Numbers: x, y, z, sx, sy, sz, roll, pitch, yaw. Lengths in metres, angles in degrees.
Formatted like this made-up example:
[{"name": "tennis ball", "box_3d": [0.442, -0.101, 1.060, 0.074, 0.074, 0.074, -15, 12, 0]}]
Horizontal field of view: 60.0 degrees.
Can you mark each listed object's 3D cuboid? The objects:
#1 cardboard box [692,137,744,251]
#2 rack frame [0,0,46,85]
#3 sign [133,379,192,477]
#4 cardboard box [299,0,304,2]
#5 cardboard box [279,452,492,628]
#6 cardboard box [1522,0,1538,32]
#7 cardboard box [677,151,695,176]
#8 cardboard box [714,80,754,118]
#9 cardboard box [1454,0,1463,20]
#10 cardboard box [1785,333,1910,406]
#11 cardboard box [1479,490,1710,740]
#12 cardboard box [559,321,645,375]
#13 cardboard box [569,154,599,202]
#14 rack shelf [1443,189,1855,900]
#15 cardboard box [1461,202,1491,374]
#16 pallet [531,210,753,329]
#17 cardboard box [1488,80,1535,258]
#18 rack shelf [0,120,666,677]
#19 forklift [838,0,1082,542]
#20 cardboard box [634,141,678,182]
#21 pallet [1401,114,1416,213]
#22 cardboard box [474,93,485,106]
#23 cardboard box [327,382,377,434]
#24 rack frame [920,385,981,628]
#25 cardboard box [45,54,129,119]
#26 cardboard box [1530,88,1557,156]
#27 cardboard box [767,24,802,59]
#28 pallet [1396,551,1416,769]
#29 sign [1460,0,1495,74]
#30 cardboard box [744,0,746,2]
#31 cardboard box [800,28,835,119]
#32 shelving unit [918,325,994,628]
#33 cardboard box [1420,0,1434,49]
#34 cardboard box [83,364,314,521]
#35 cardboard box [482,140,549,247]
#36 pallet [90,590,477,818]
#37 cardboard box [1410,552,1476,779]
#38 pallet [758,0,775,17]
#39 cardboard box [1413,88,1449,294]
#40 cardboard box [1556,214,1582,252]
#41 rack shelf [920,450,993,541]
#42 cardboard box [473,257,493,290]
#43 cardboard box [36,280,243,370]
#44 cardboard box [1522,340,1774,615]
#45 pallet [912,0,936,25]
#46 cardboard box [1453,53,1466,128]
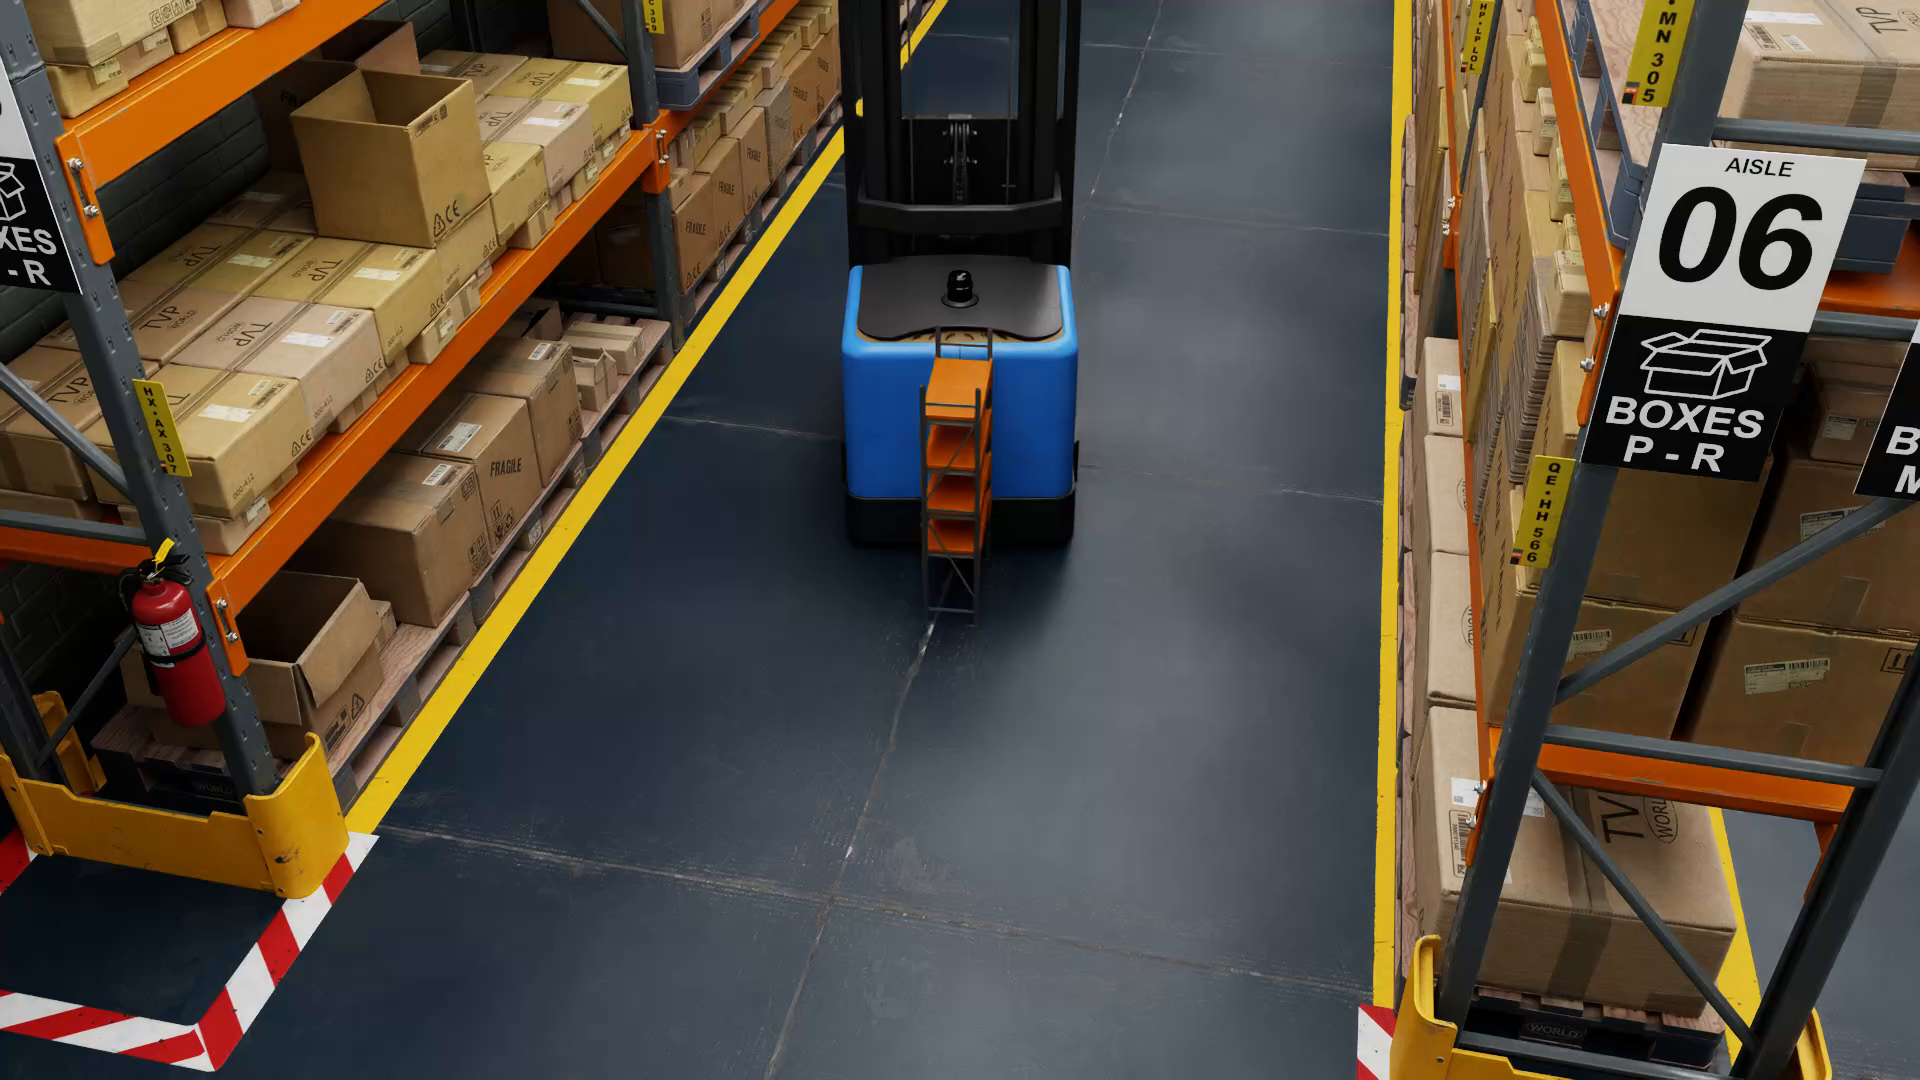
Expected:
[{"name": "cardboard box", "box_3d": [-1.605, -2.052, 9.797, 0.500, 0.500, 0.500, 7, 36, 9]}, {"name": "rack frame", "box_3d": [-2.886, -2.474, 3.496, 1.000, 3.000, 0.127, 7, 37, 10]}, {"name": "sign", "box_3d": [-2.356, -0.328, 4.909, 0.100, 0.325, 0.005, 7, 37, 10]}, {"name": "cardboard box", "box_3d": [-2.287, -1.891, 5.461, 0.380, 0.149, 0.250, 7, 37, 10]}, {"name": "cardboard box", "box_3d": [-2.442, -0.027, 7.004, 0.700, 0.500, 0.500, 9, 37, 12]}, {"name": "cardboard box", "box_3d": [2.458, -2.129, 6.641, 0.380, 0.149, 0.250, 8, 37, 11]}, {"name": "cardboard box", "box_3d": [-1.712, -2.100, 9.311, 0.380, 0.149, 0.250, 6, 36, 9]}, {"name": "cardboard box", "box_3d": [-1.478, -2.688, 10.122, 0.380, 0.149, 0.250, 9, 37, 12]}, {"name": "cardboard box", "box_3d": [2.972, -3.024, 9.068, 0.500, 0.250, 0.500, 8, 37, 11]}, {"name": "cardboard box", "box_3d": [2.296, -0.461, 4.340, 0.380, 0.149, 0.250, 8, 37, 11]}, {"name": "cardboard box", "box_3d": [1.808, 0.225, 4.799, 0.500, 0.500, 0.500, 8, 37, 10]}, {"name": "cardboard box", "box_3d": [-1.864, -0.998, 8.642, 0.380, 0.149, 0.250, 6, 36, 9]}, {"name": "cardboard box", "box_3d": [-1.920, -1.718, 7.779, 0.380, 0.149, 0.250, 8, 37, 11]}, {"name": "rack shelf", "box_3d": [2.391, -0.280, 6.194, 1.077, 0.370, 4.000, 7, 37, 10]}, {"name": "cardboard box", "box_3d": [2.238, -0.950, 6.420, 0.500, 0.500, 0.500, 8, 37, 10]}, {"name": "pallet", "box_3d": [-1.895, -1.680, 9.889, 1.003, 0.211, 1.213, 7, 37, 10]}, {"name": "cardboard box", "box_3d": [2.245, -1.340, 6.106, 0.500, 0.500, 0.500, 8, 37, 11]}, {"name": "rack shelf", "box_3d": [-2.459, -0.901, 7.049, 1.077, 0.370, 4.000, 7, 37, 10]}, {"name": "forklift", "box_3d": [-0.002, -2.007, 8.021, 1.130, 2.935, 3.031, 0, 36, 0]}, {"name": "cardboard box", "box_3d": [-1.755, -2.059, 9.001, 0.380, 0.149, 0.250, 7, 36, 9]}, {"name": "pallet", "box_3d": [3.430, -2.440, 10.937, 1.003, 0.211, 1.213, 7, 37, 10]}, {"name": "cardboard box", "box_3d": [-2.502, -1.860, 7.634, 0.500, 0.250, 0.500, 7, 37, 10]}, {"name": "cardboard box", "box_3d": [-2.403, -0.541, 6.155, 0.380, 0.149, 0.250, 8, 37, 11]}, {"name": "rack frame", "box_3d": [-0.038, -0.115, 6.886, 0.240, 1.200, 0.015, 4, 36, 5]}, {"name": "cardboard box", "box_3d": [-2.591, -1.312, 4.662, 0.380, 0.149, 0.250, 8, 37, 11]}, {"name": "cardboard box", "box_3d": [2.153, -1.407, 5.645, 0.380, 0.149, 0.250, 7, 37, 10]}, {"name": "cardboard box", "box_3d": [-1.264, -3.286, 10.947, 0.380, 0.149, 0.250, 8, 37, 11]}, {"name": "pallet", "box_3d": [2.321, 0.538, 6.827, 1.003, 0.211, 1.213, 7, 37, 10]}, {"name": "sign", "box_3d": [2.286, -2.218, 7.334, 0.100, 0.325, 0.005, 7, 37, 10]}, {"name": "cardboard box", "box_3d": [-1.360, -3.202, 9.369, 0.396, 0.266, 0.258, 9, 37, 12]}, {"name": "cardboard box", "box_3d": [-1.175, -3.235, 11.429, 0.500, 0.500, 0.500, 7, 36, 9]}, {"name": "shelving unit", "box_3d": [-0.011, -0.257, 7.082, 0.258, 1.200, 0.503, 4, 36, 5]}, {"name": "cardboard box", "box_3d": [3.953, -3.864, 12.407, 0.950, 0.372, 0.625, 7, 36, 9]}, {"name": "cardboard box", "box_3d": [-2.526, -0.331, 5.525, 0.500, 0.250, 0.500, 8, 37, 10]}, {"name": "cardboard box", "box_3d": [-2.114, -1.502, 7.141, 0.500, 0.250, 0.500, 7, 37, 10]}, {"name": "pallet", "box_3d": [-2.701, 0.583, 6.766, 1.003, 0.211, 1.213, 7, 37, 10]}, {"name": "cardboard box", "box_3d": [2.194, 0.526, 6.294, 0.875, 0.438, 0.875, 8, 37, 11]}, {"name": "pallet", "box_3d": [-1.588, -3.438, 10.102, 1.003, 0.211, 1.213, 7, 37, 10]}, {"name": "cardboard box", "box_3d": [3.058, -1.912, 9.285, 0.875, 0.875, 0.875, 8, 37, 11]}, {"name": "cardboard box", "box_3d": [1.942, -0.810, 4.822, 0.380, 0.149, 0.250, 8, 37, 11]}, {"name": "rack shelf", "box_3d": [-0.011, -0.202, 7.121, 0.258, 0.148, 0.480, 4, 36, 5]}, {"name": "cardboard box", "box_3d": [-2.200, -1.140, 6.981, 0.380, 0.149, 0.250, 7, 37, 10]}, {"name": "cardboard box", "box_3d": [-2.936, -0.697, 6.030, 0.500, 0.250, 0.500, 7, 37, 10]}, {"name": "cardboard box", "box_3d": [1.834, -0.177, 4.501, 0.500, 0.500, 0.500, 8, 37, 12]}, {"name": "pallet", "box_3d": [-0.701, -4.667, 14.009, 1.003, 0.211, 1.213, 7, 37, 10]}, {"name": "cardboard box", "box_3d": [2.777, -2.238, 8.410, 0.500, 0.250, 0.500, 7, 36, 9]}]
